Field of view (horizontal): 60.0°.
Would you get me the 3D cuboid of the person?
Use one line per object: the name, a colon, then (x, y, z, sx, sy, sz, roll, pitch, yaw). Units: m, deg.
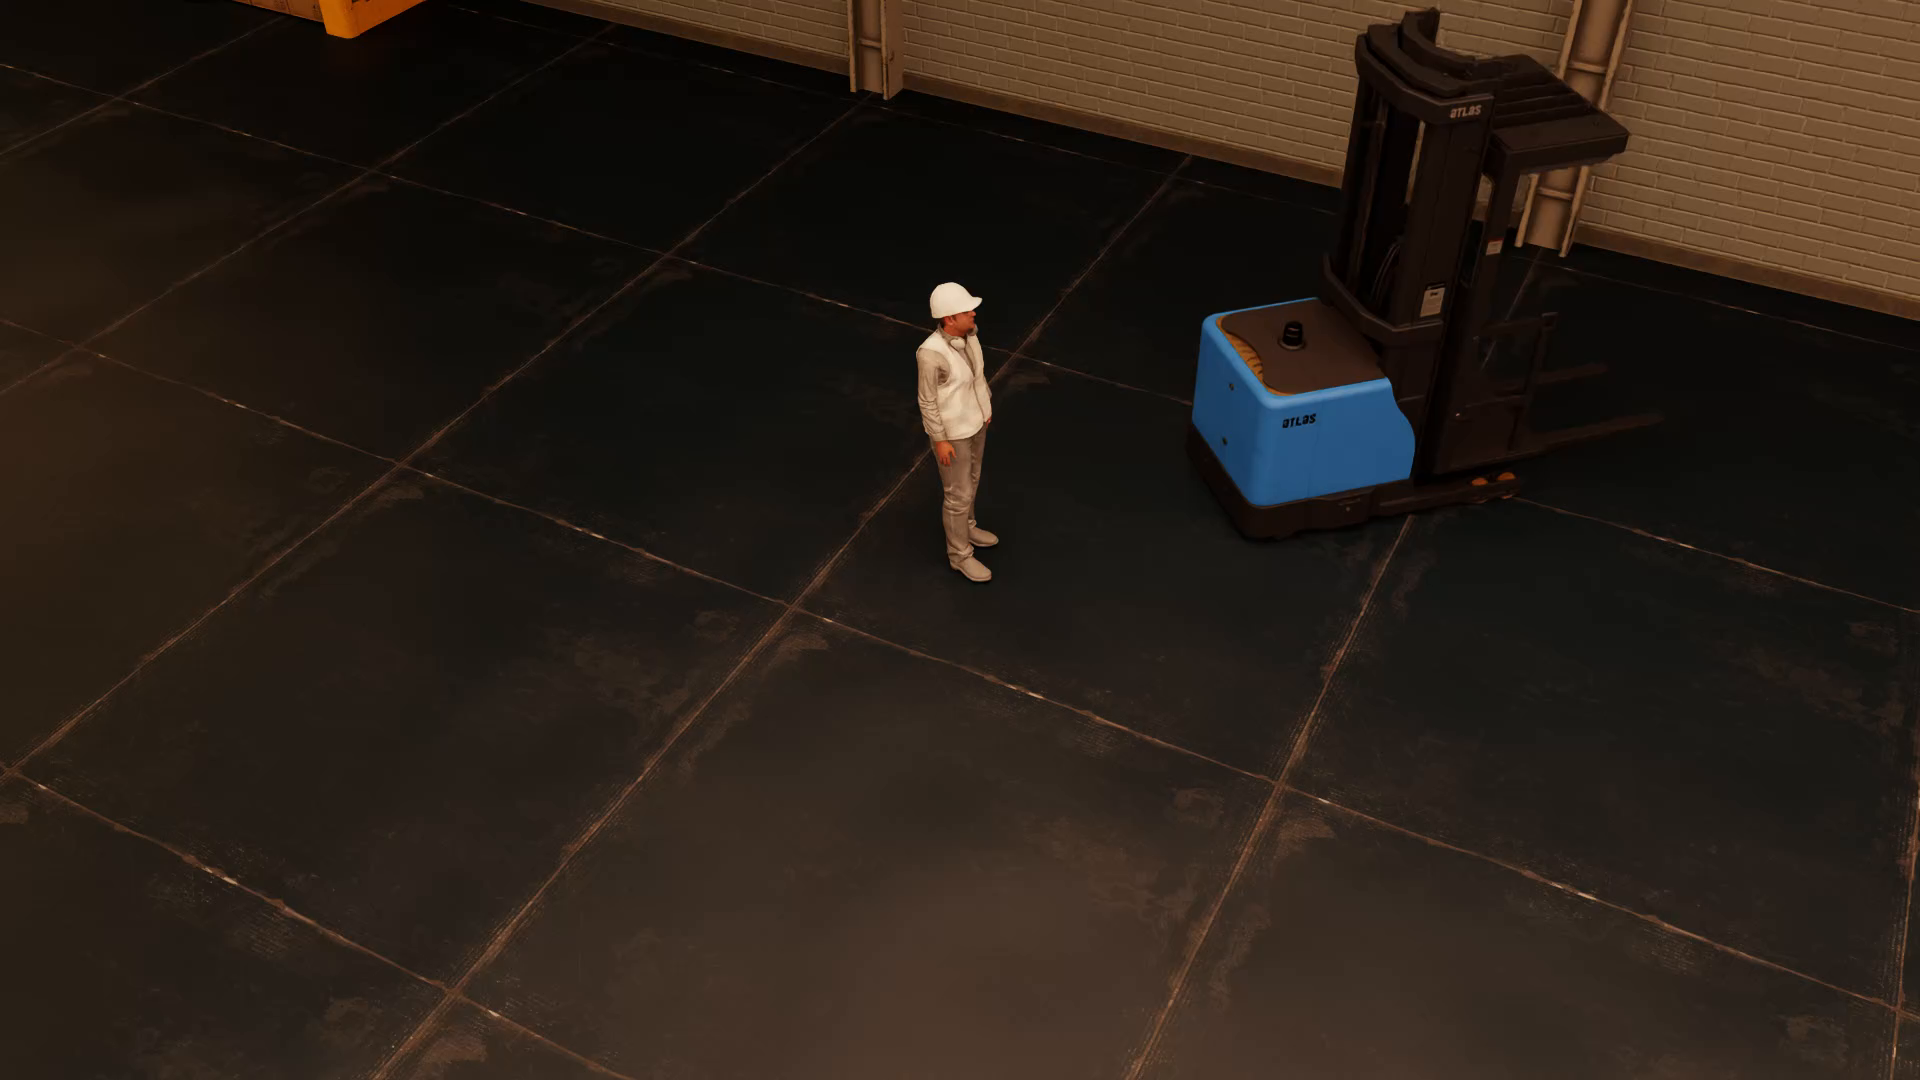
person: (0.053, -0.659, 9.660, 0.565, 1.771, 0.634, 18, 43, 21)

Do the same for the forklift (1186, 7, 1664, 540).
forklift: (3.052, -1.664, 9.962, 3.031, 2.935, 1.130, -11, 41, -13)
